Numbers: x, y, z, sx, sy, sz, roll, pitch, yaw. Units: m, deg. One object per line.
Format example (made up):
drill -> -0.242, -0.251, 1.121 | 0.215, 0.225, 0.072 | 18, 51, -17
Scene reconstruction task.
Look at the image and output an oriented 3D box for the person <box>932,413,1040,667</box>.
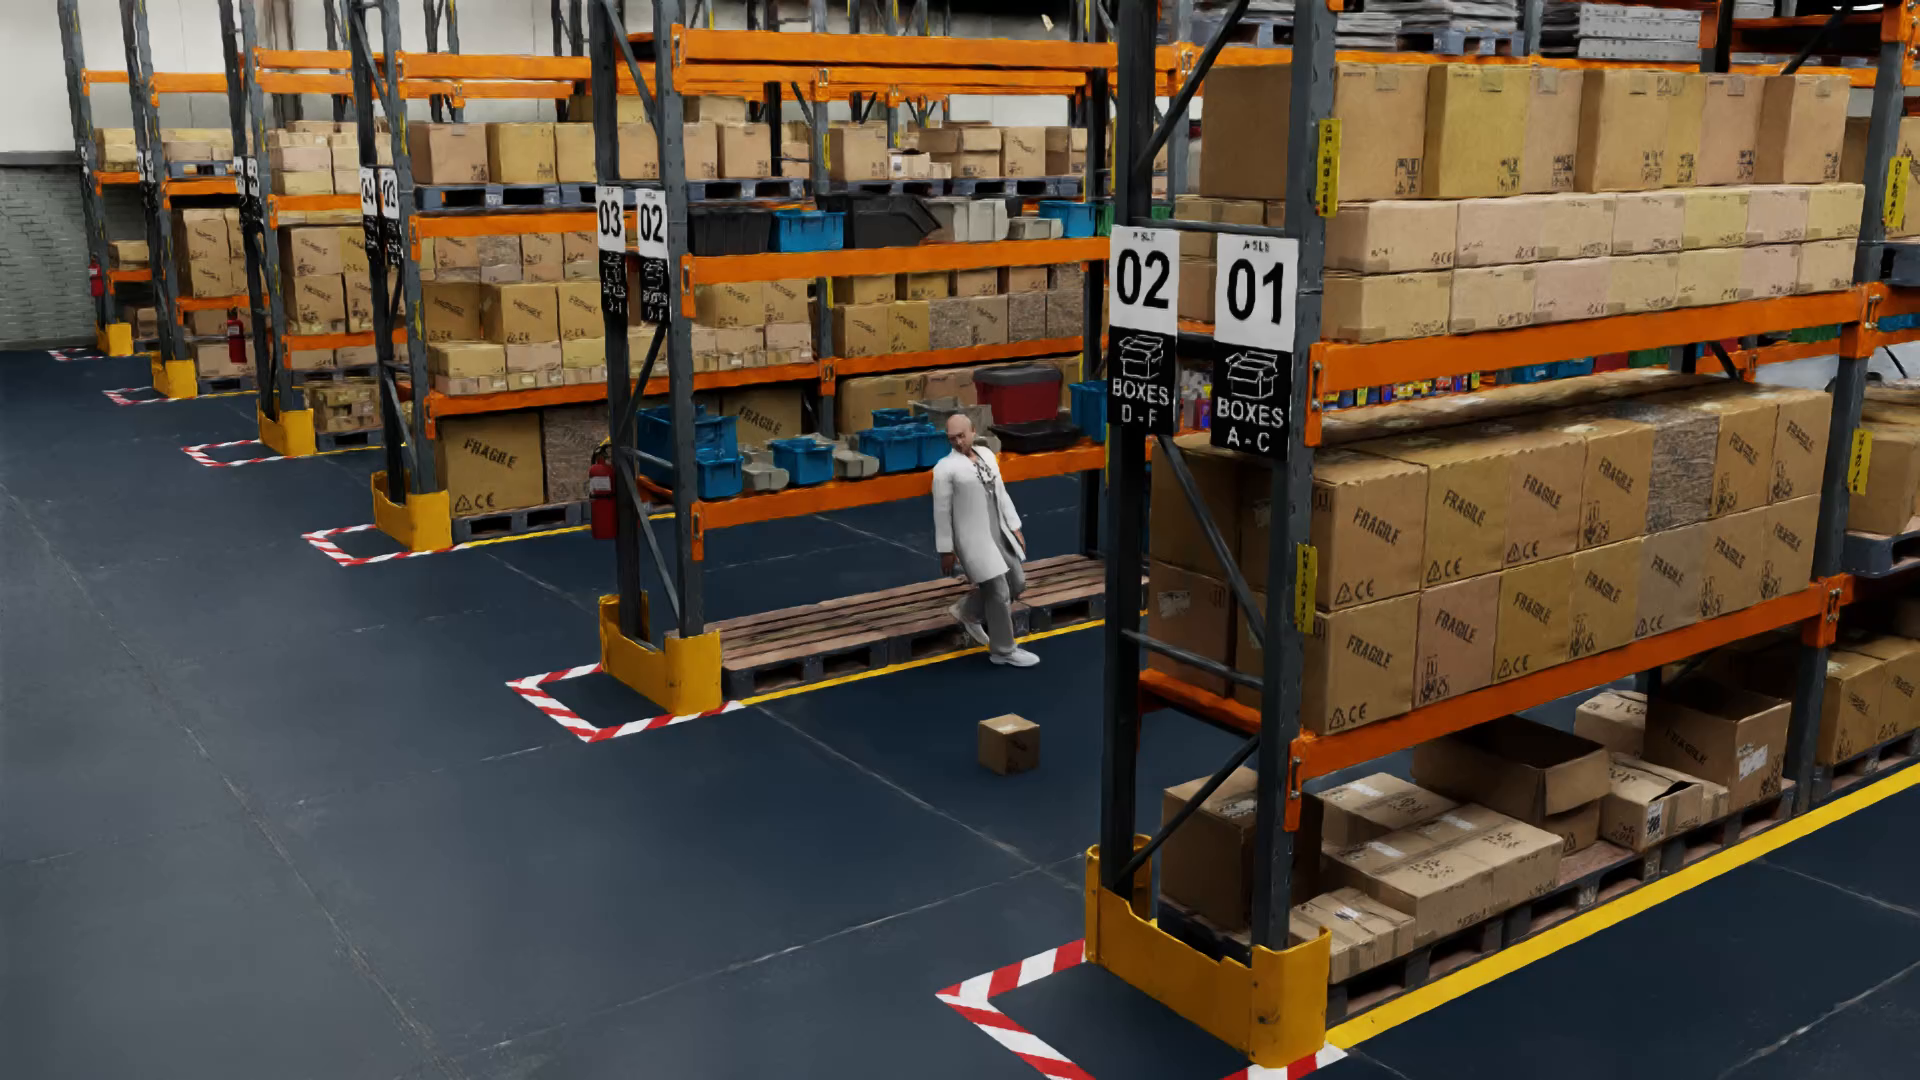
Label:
person -> 0.146, 0.010, 11.094 | 0.726, 1.728, 0.626 | 11, 18, 36
